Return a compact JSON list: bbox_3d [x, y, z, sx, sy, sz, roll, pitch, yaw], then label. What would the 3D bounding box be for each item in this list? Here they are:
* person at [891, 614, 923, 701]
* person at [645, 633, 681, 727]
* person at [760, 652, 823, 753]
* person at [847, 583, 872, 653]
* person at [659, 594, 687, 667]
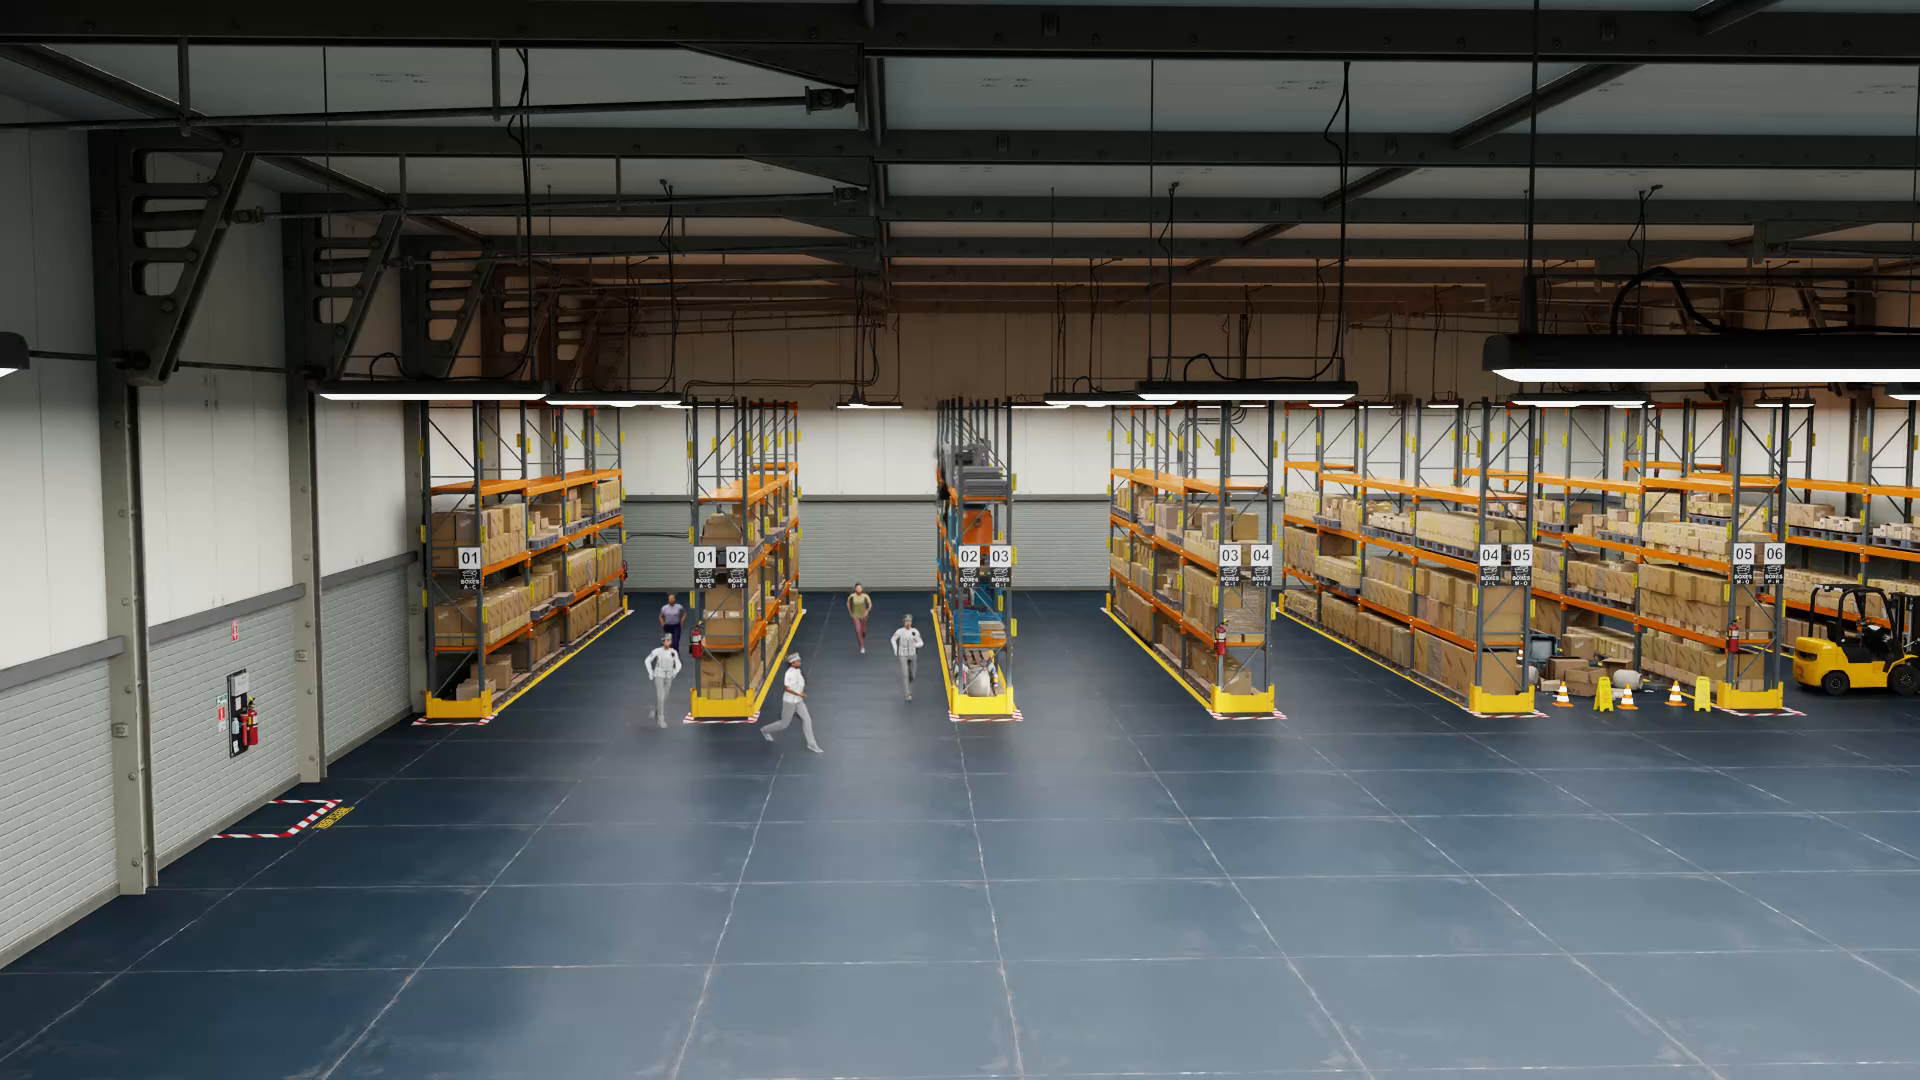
[{"bbox_3d":[-1.043,2.309,33.125,0.618,1.667,0.927,-1,4,-11],"label":"person"},{"bbox_3d":[-5.434,2.545,30.530,0.646,1.684,0.732,-3,5,-32],"label":"person"},{"bbox_3d":[-2.840,2.735,27.970,1.090,1.707,0.545,2,5,20],"label":"person"},{"bbox_3d":[-2.408,1.847,39.760,0.604,1.647,0.787,0,4,-4],"label":"person"},{"bbox_3d":[-6.489,2.029,37.586,0.607,1.636,0.769,0,4,-6],"label":"person"}]
